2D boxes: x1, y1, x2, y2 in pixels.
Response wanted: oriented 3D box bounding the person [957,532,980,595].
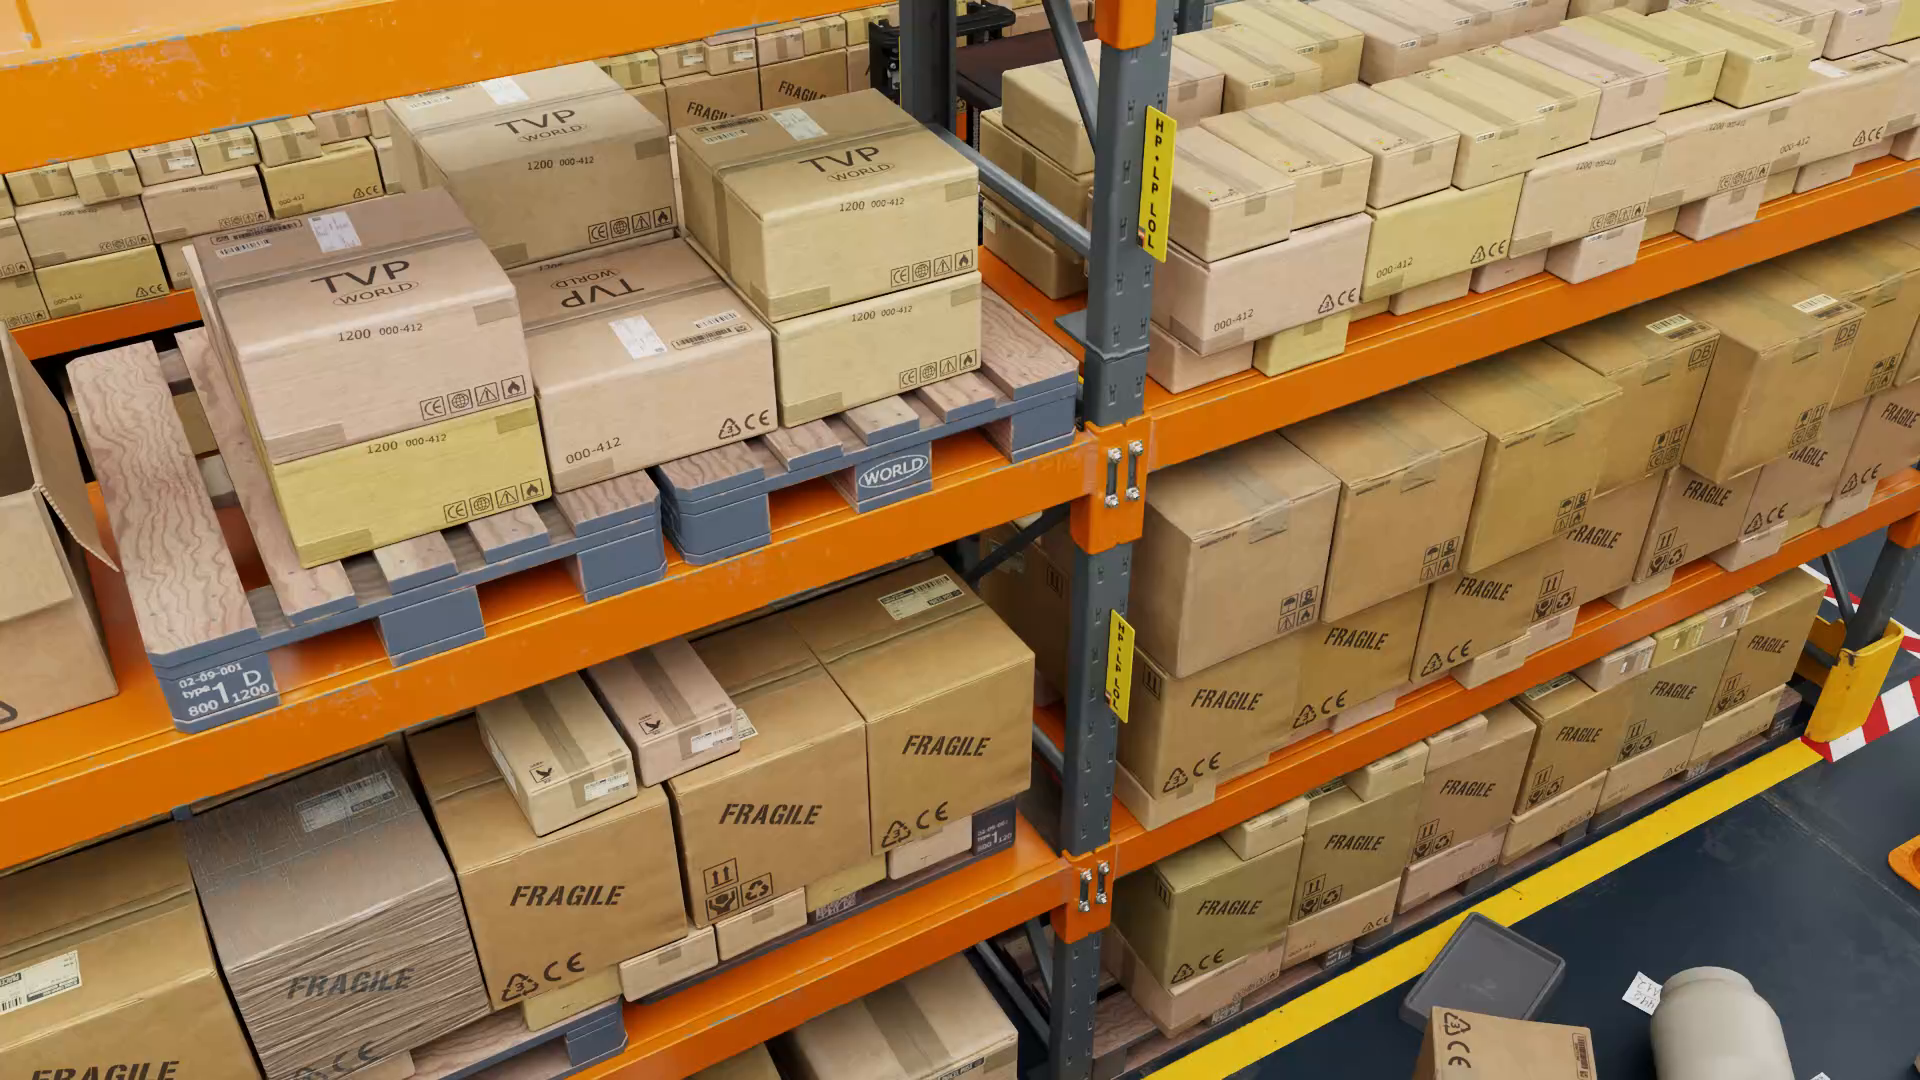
[{"bbox_3d":[0.086,0.016,6.914,0.302,1.657,0.438,-19,41,-23],"label":"person"}]
